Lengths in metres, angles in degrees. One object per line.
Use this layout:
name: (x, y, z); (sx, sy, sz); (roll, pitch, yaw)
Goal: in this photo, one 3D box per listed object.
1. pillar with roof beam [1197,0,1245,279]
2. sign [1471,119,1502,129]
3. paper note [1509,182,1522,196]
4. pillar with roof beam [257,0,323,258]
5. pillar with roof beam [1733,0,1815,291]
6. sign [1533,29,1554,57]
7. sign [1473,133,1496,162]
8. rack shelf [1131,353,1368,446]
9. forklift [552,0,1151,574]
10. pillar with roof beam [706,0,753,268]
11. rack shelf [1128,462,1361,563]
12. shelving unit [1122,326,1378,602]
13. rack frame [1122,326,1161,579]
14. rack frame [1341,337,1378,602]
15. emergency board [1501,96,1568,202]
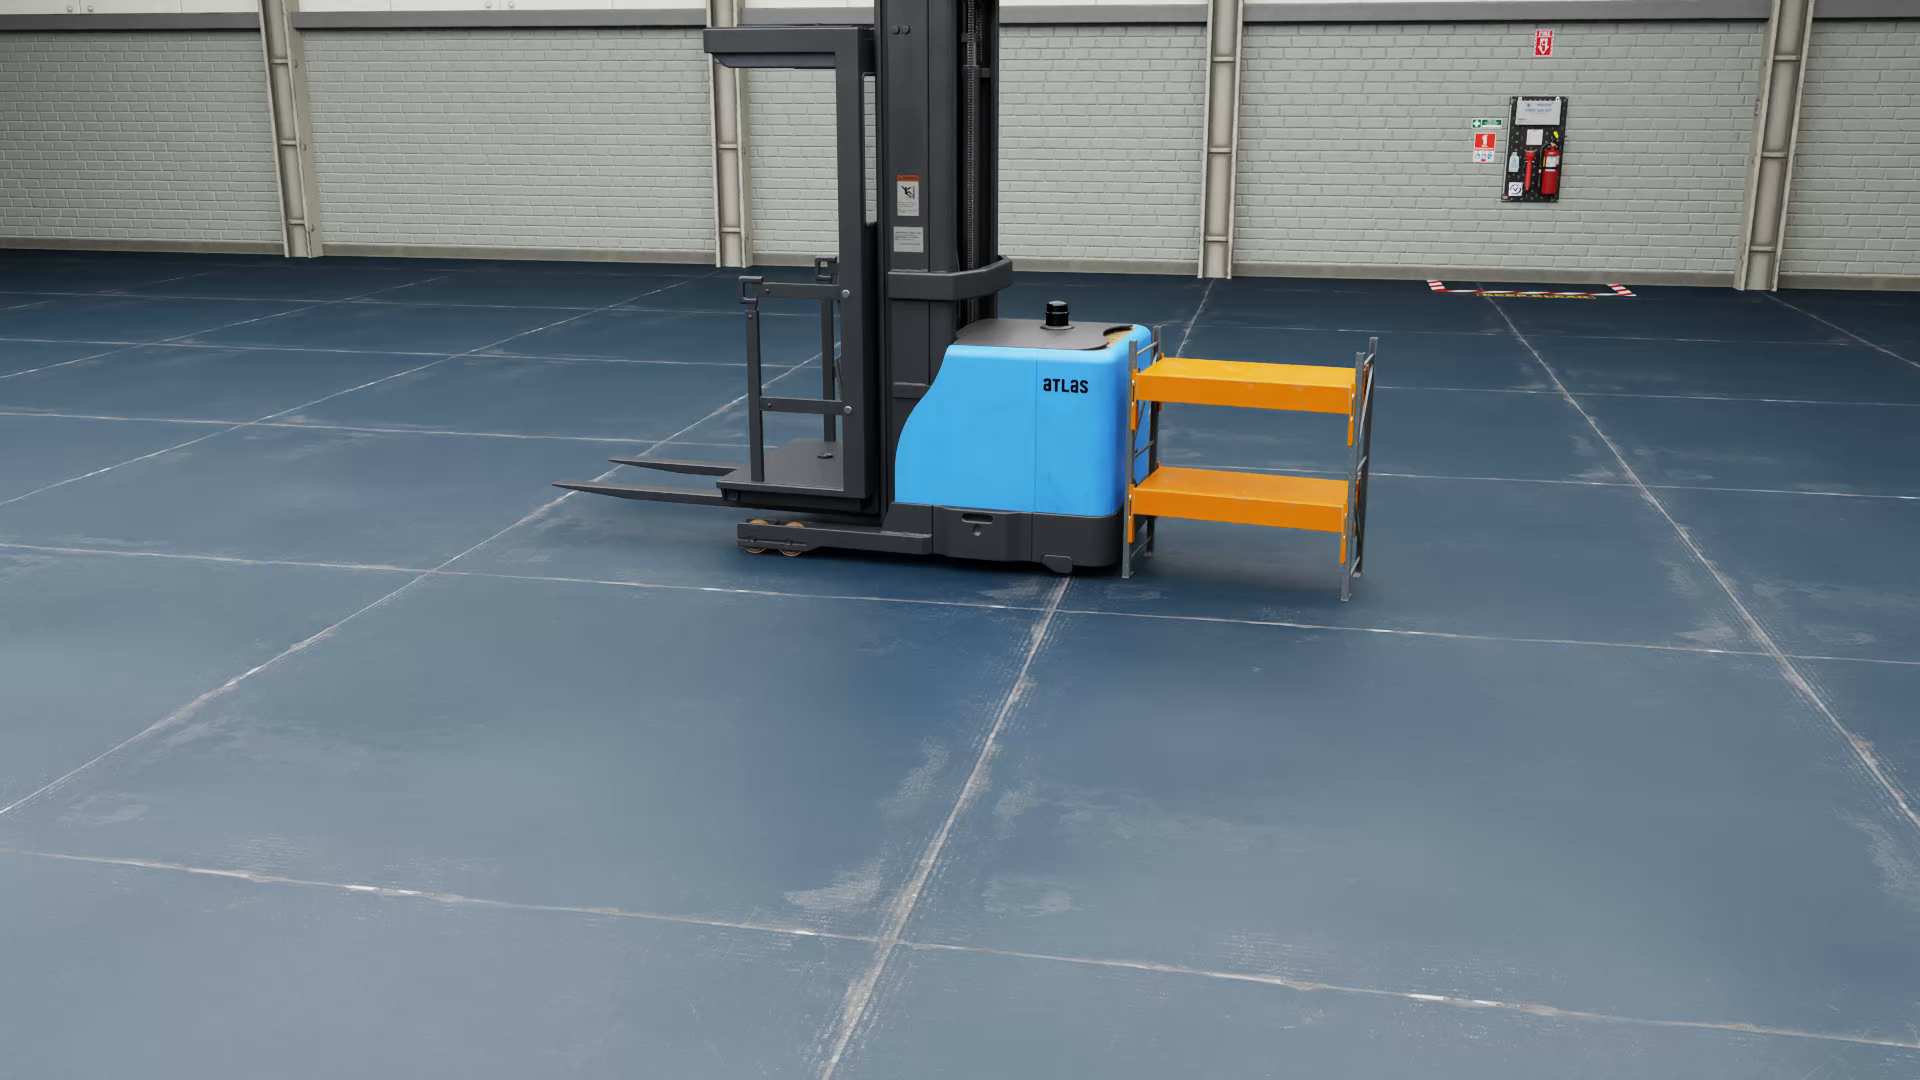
pillar with roof beam: (2.183, -6.349, 14.554); (0.400, 9.000, 9.100); (3, 16, 11)
sign: (5.988, -4.732, 18.897); (0.331, 0.109, 0.001); (3, 16, 11)
paper note: (6.347, -4.009, 18.995); (0.142, 0.148, 0.016); (3, 16, 11)
pillar with roof beam: (-9.576, -6.987, 16.858); (0.400, 9.000, 9.100); (3, 16, 11)
pillar with roof beam: (8.063, -6.029, 13.401); (0.400, 9.000, 9.100); (3, 16, 11)
sign: (6.518, -5.549, 18.565); (0.199, 0.298, 0.001); (3, 16, 11)
sign: (5.985, -4.479, 18.977); (0.234, 0.329, 0.001); (3, 16, 11)
rack shelf: (1.342, -0.657, 7.661); (1.000, 0.278, 0.538); (6, 16, 20)
forklift: (-0.599, -1.461, 8.274); (3.031, 2.935, 1.130); (5, 16, 16)
pillar with roof beam: (-3.697, -6.668, 15.706); (0.400, 9.000, 9.100); (3, 16, 11)
rack shelf: (1.342, -0.140, 7.805); (1.000, 0.278, 0.538); (6, 16, 20)
shelving unit: (1.342, -0.375, 7.739); (1.048, 1.125, 0.538); (6, 16, 20)
rack frame: (0.866, -0.423, 7.911); (0.032, 1.125, 0.500); (6, 16, 20)
rack frame: (1.818, -0.328, 7.568); (0.032, 1.125, 0.500); (6, 16, 20)
emergency board: (6.506, -4.406, 18.778); (0.643, 1.169, 0.194); (3, 16, 11)
